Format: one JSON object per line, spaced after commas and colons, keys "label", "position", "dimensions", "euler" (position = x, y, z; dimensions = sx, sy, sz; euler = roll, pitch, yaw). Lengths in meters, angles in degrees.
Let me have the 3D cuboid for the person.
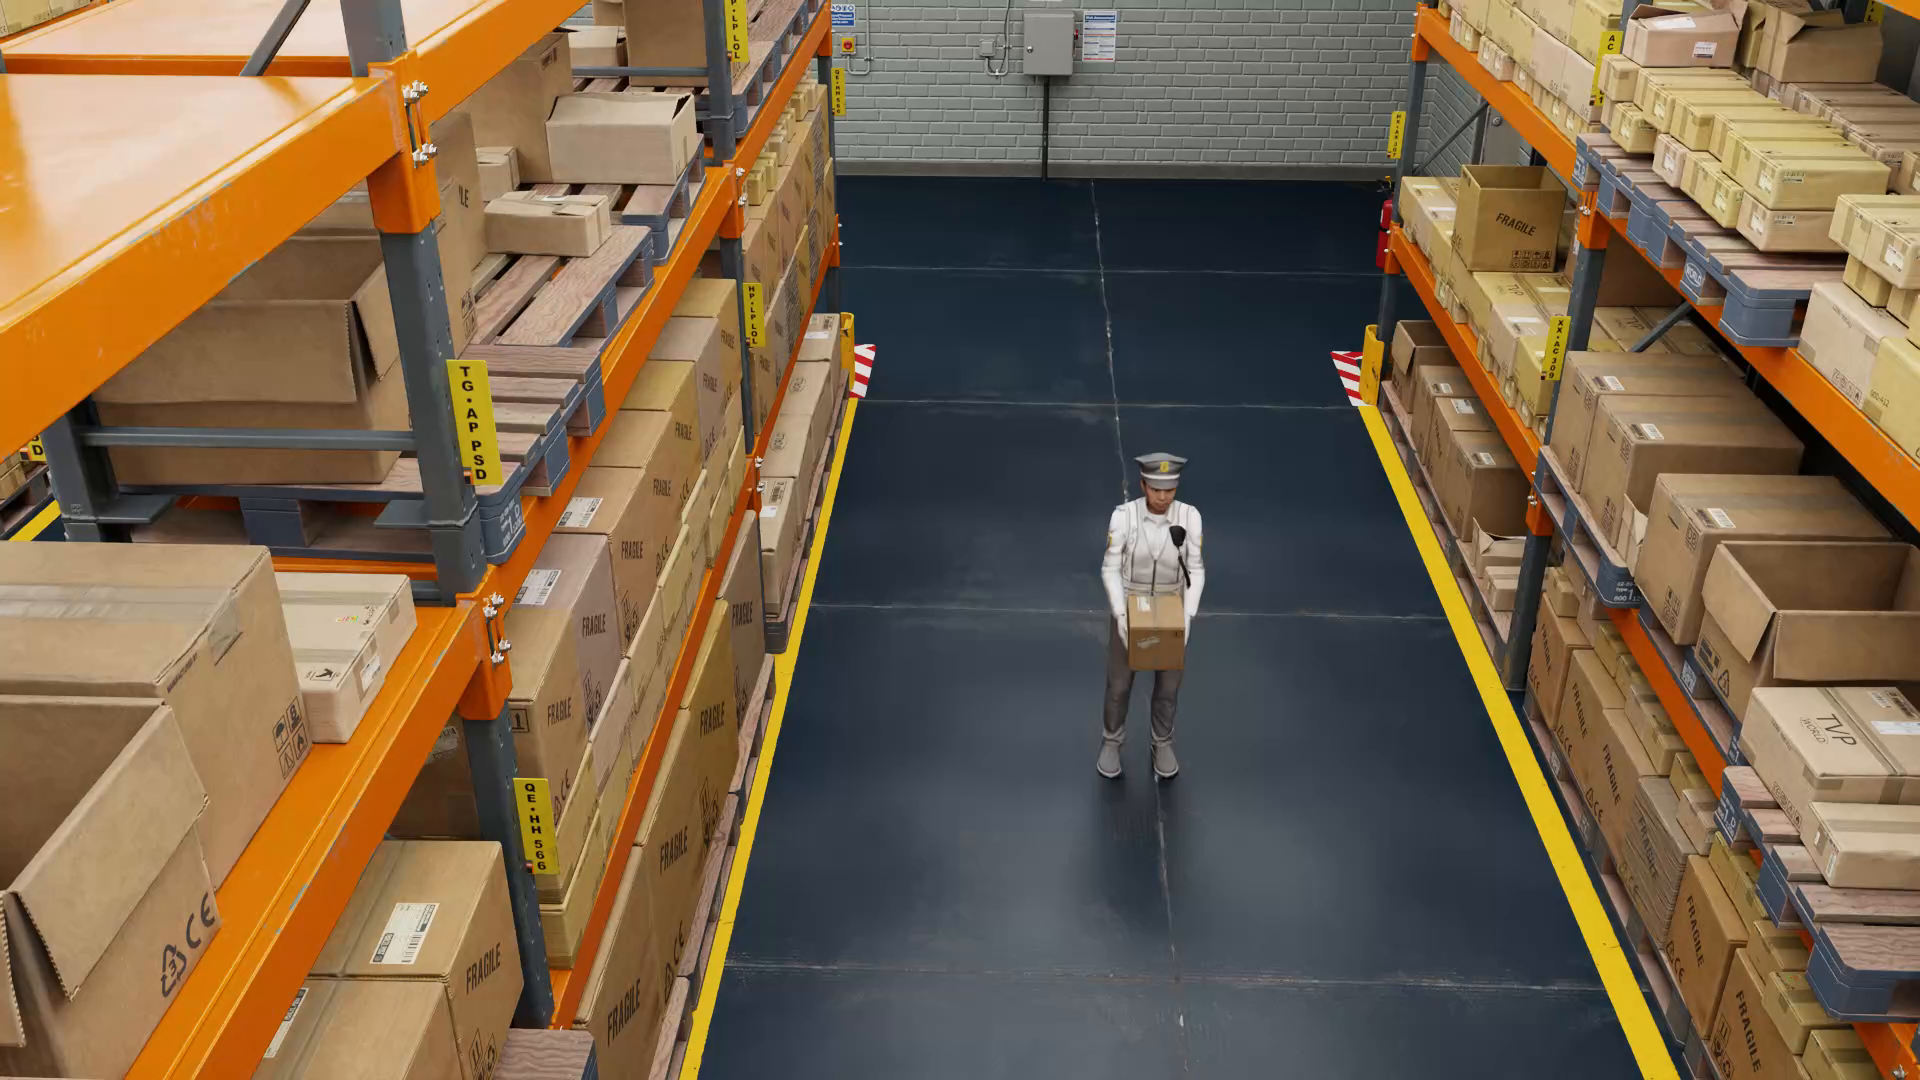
{"label": "person", "position": [0.923, 0.370, 7.926], "dimensions": [0.540, 1.664, 0.375], "euler": [0, 28, 0]}
